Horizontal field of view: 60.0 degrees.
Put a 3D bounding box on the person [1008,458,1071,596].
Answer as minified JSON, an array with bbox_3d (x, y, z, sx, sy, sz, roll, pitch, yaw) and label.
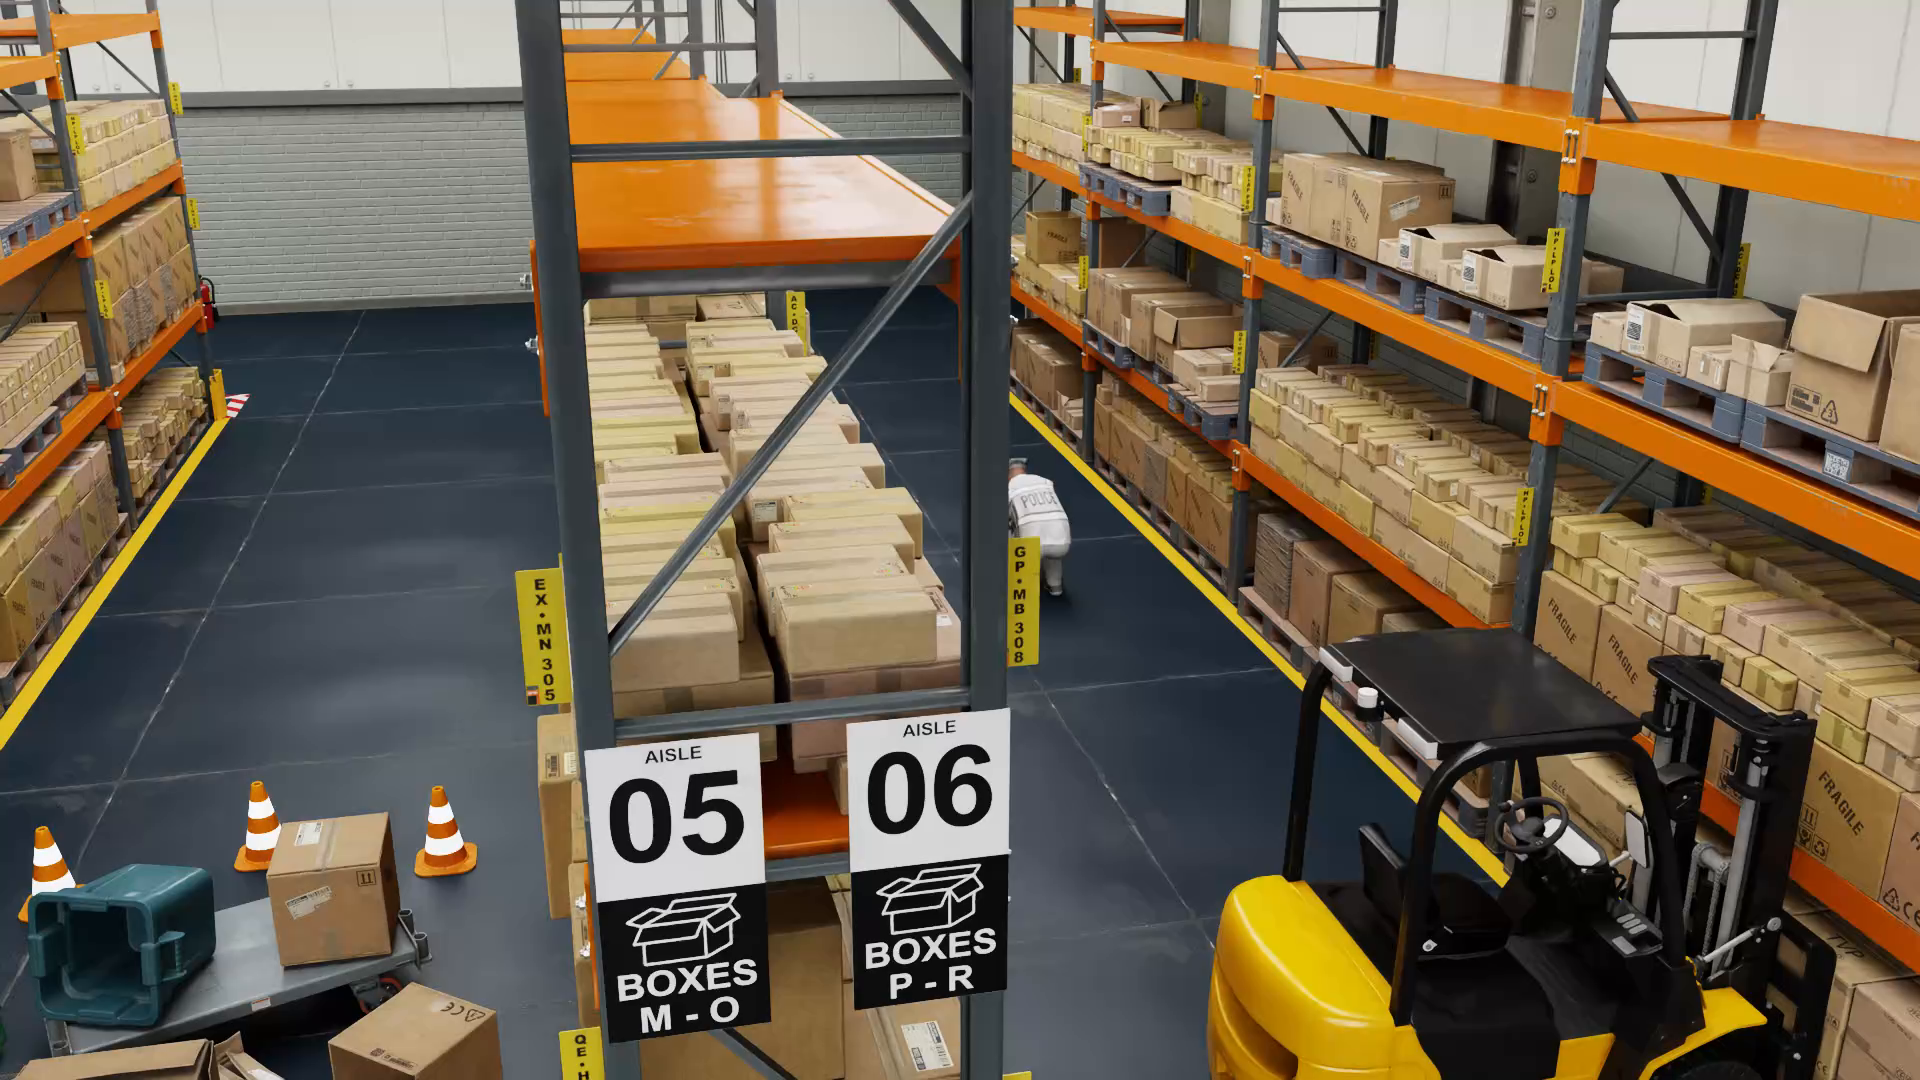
[{"bbox_3d":[0.576,-0.100,13.454,0.533,1.025,0.919,-5,20,-14],"label":"person"}]
